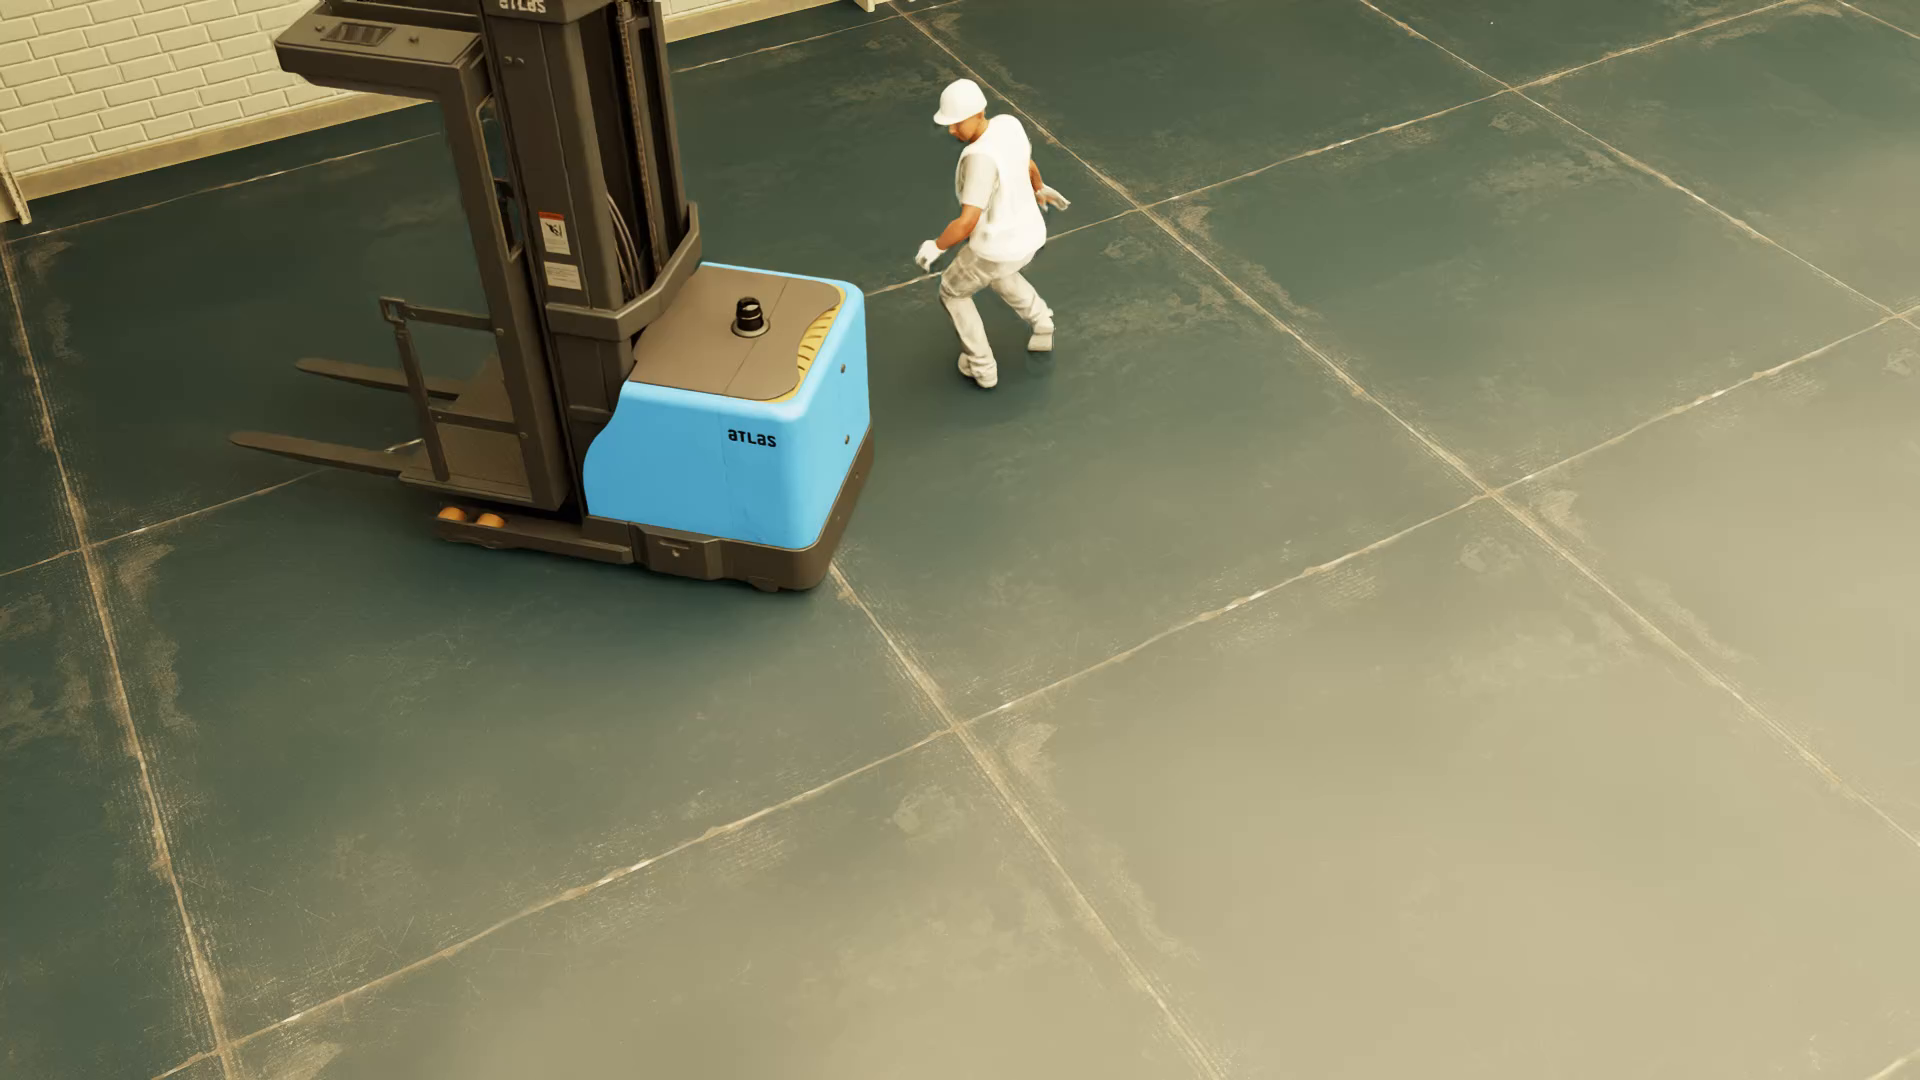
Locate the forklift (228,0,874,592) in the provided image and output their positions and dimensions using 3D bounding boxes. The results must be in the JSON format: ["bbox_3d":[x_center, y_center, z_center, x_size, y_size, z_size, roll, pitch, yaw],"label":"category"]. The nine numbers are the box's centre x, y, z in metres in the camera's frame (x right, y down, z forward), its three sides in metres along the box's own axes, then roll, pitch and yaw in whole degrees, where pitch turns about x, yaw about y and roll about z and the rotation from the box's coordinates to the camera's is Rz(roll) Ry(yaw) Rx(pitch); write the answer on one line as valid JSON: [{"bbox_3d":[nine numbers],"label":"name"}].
[{"bbox_3d":[-1.995,-1.373,7.178,3.031,2.935,1.130,9,44,10],"label":"forklift"}]

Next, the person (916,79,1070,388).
[{"bbox_3d":[0.204,-1.566,8.411,0.541,1.625,1.015,24,48,23],"label":"person"}]
